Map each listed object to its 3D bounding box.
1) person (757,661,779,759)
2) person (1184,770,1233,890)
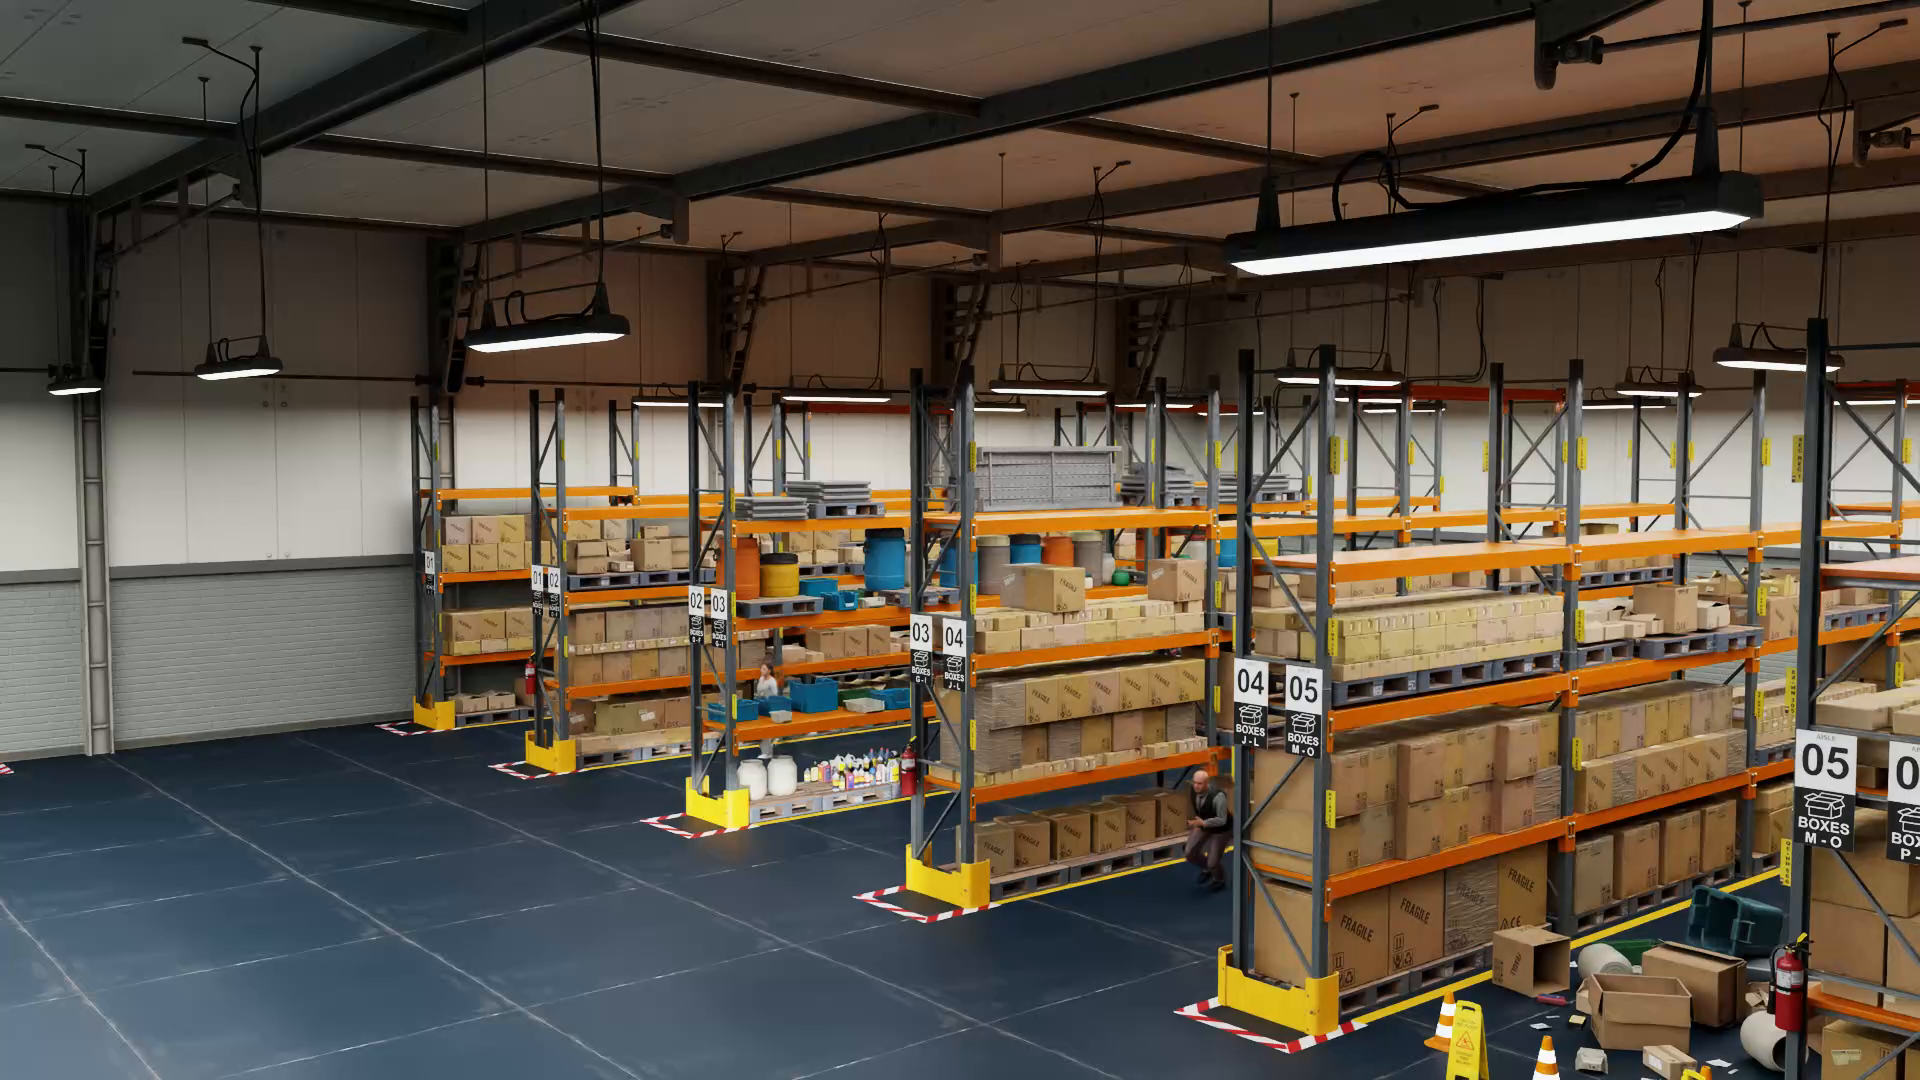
[{"bbox_3d":[-3.122,2.747,27.171,0.574,1.607,0.733,-3,4,-39],"label":"person"},{"bbox_3d":[2.836,3.298,18.870,0.629,1.480,1.007,3,4,41],"label":"person"}]
